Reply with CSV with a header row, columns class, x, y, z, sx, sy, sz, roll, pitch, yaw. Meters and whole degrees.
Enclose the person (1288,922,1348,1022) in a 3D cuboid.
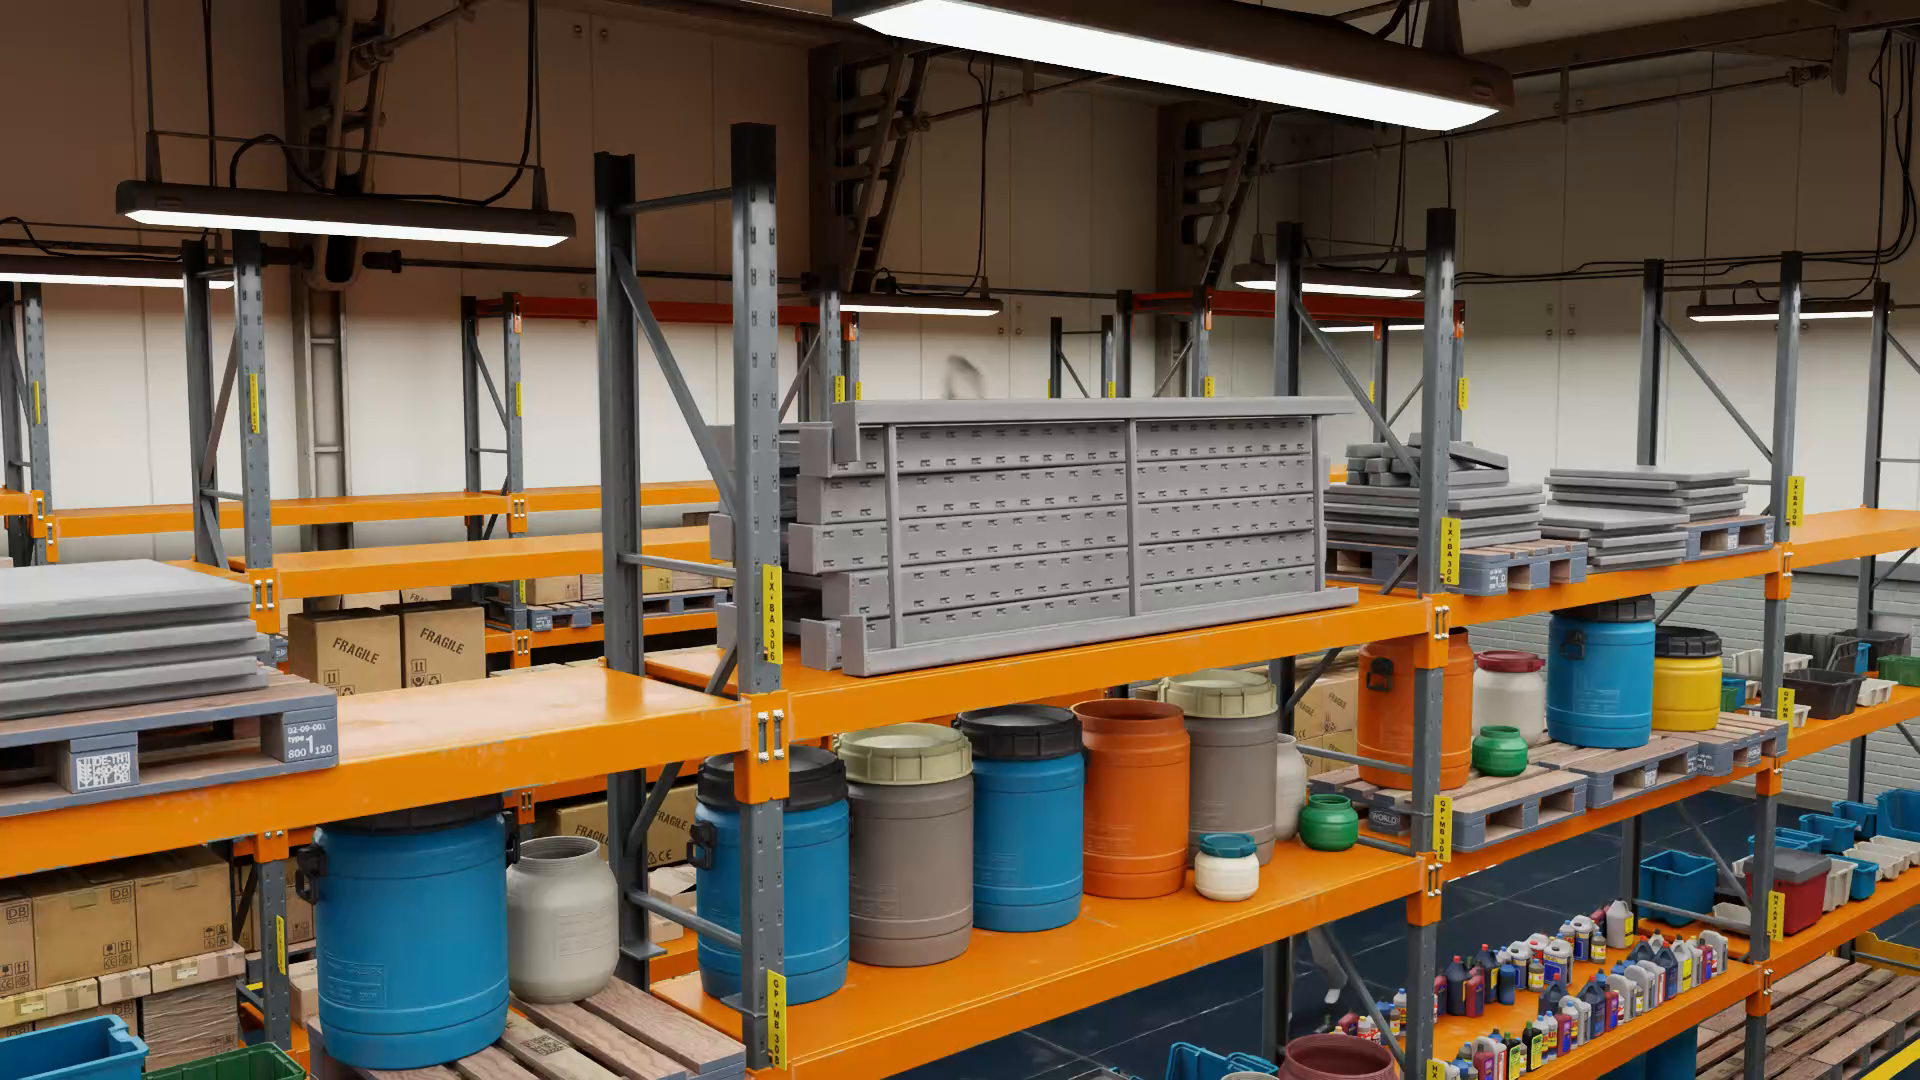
class,x,y,z,sx,sy,sz,roll,pitch,yaw
person,2.848,3.090,13.392,0.535,1.728,0.972,5,8,44
